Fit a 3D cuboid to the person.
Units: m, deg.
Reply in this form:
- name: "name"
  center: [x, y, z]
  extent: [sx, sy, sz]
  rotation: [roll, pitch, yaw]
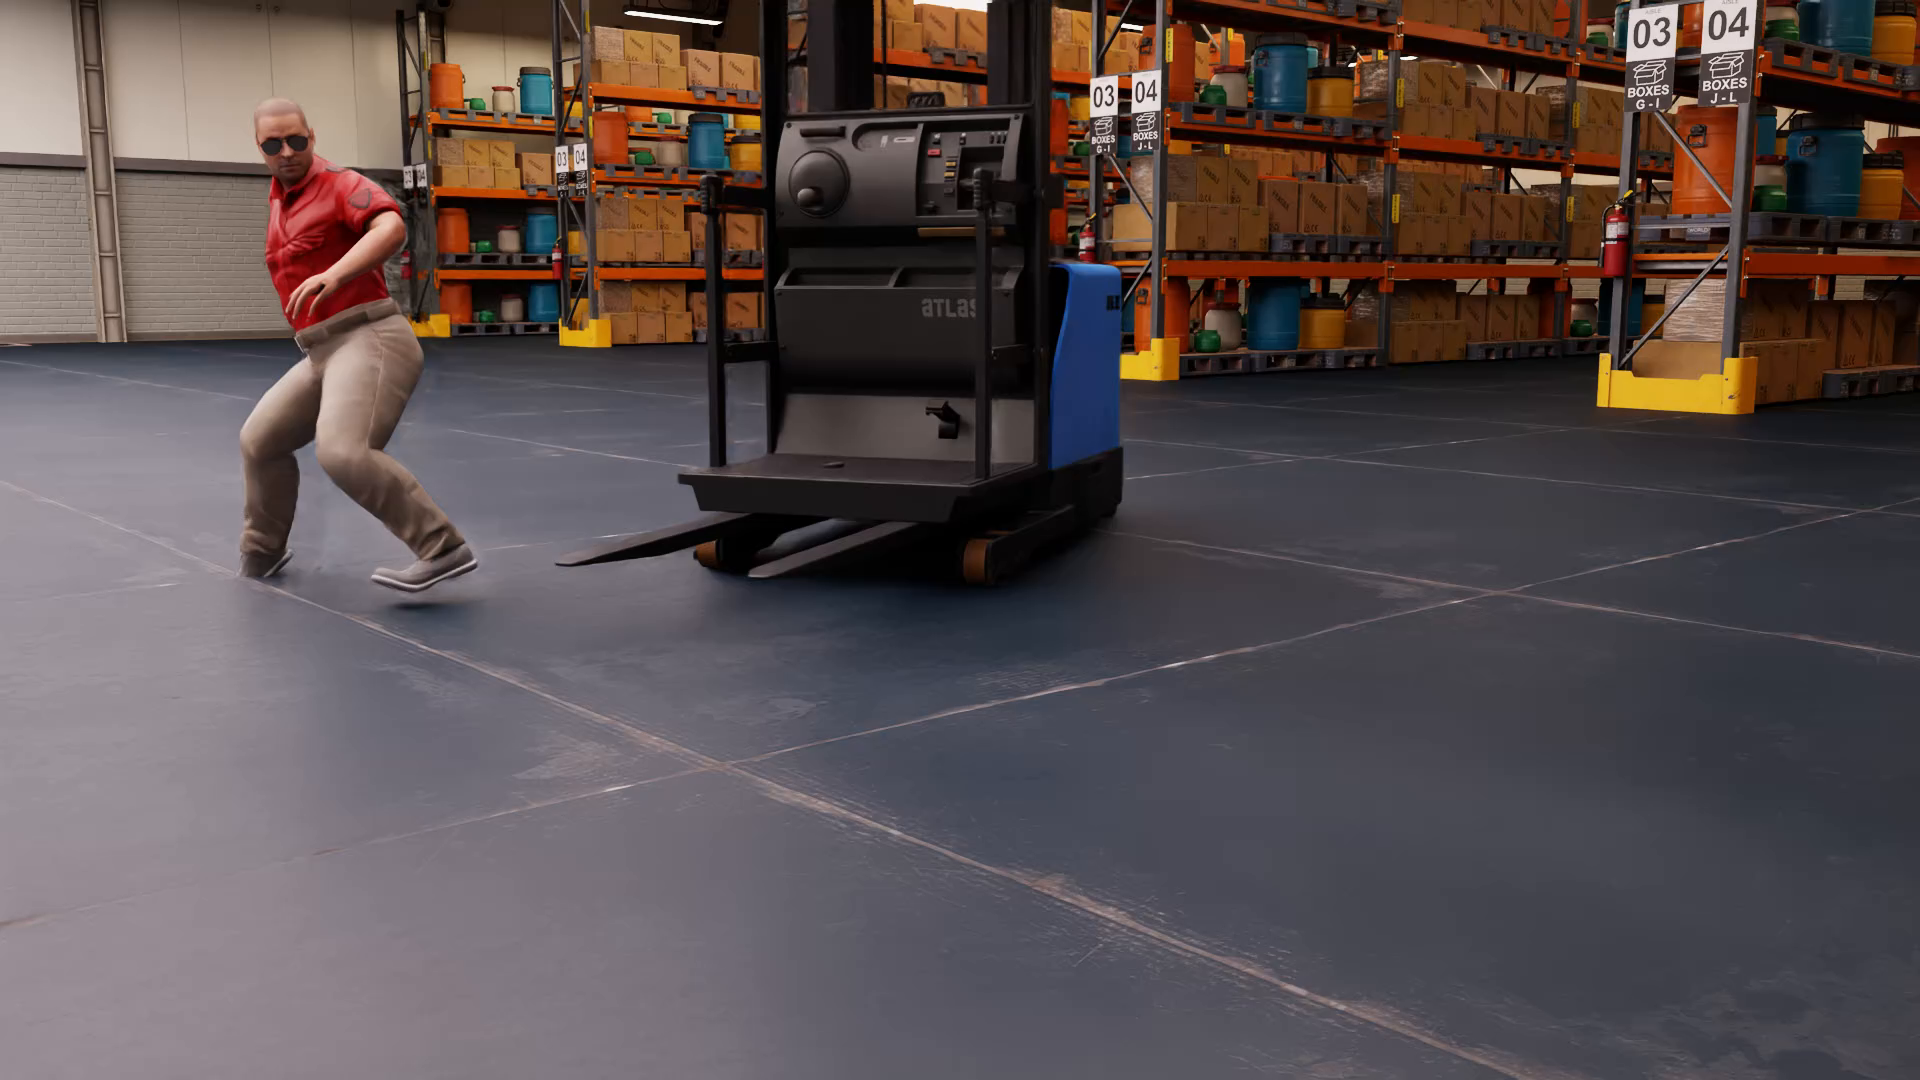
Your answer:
- name: "person"
  center: [-2.064, -0.547, 5.399]
  extent: [0.578, 1.703, 1.109]
  rotation: [-8, 12, -41]

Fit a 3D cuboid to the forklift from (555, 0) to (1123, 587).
- name: "forklift"
  center: [-0.295, -1.363, 5.760]
  extent: [1.130, 2.935, 3.031]
  rotation: [3, 9, 20]
